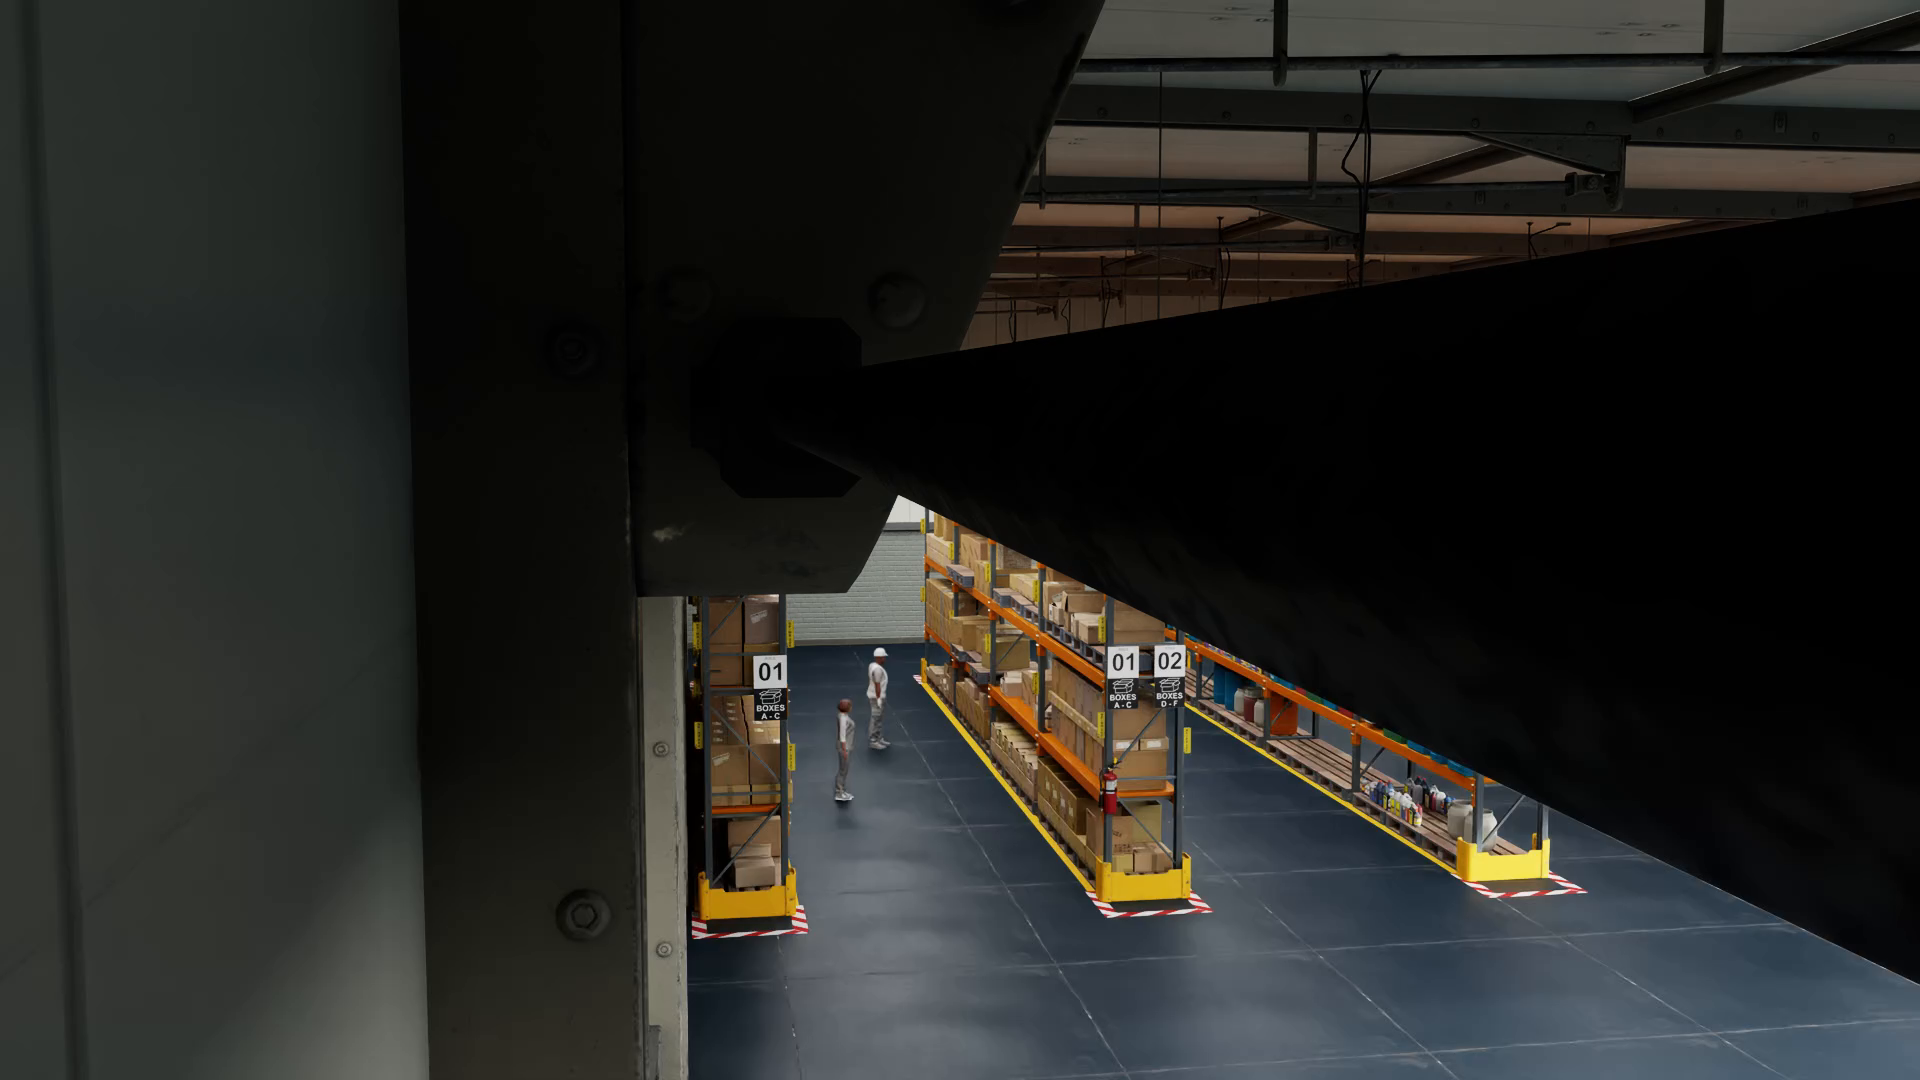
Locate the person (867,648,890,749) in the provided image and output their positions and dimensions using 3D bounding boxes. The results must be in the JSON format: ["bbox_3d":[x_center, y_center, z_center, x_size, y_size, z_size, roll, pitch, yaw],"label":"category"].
[{"bbox_3d":[-1.454,2.820,29.726,0.417,1.797,0.569,-1,5,-6],"label":"person"}]

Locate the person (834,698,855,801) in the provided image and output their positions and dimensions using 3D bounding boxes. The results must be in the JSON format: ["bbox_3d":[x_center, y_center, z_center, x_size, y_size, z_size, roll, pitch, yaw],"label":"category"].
[{"bbox_3d":[-1.807,3.257,25.909,0.337,1.607,0.452,-1,5,-7],"label":"person"}]

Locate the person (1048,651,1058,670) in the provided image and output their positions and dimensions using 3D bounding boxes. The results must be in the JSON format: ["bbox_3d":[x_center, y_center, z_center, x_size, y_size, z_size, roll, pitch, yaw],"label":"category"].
[{"bbox_3d":[2.101,2.297,36.651,0.355,1.719,0.543,2,5,20],"label":"person"}]
